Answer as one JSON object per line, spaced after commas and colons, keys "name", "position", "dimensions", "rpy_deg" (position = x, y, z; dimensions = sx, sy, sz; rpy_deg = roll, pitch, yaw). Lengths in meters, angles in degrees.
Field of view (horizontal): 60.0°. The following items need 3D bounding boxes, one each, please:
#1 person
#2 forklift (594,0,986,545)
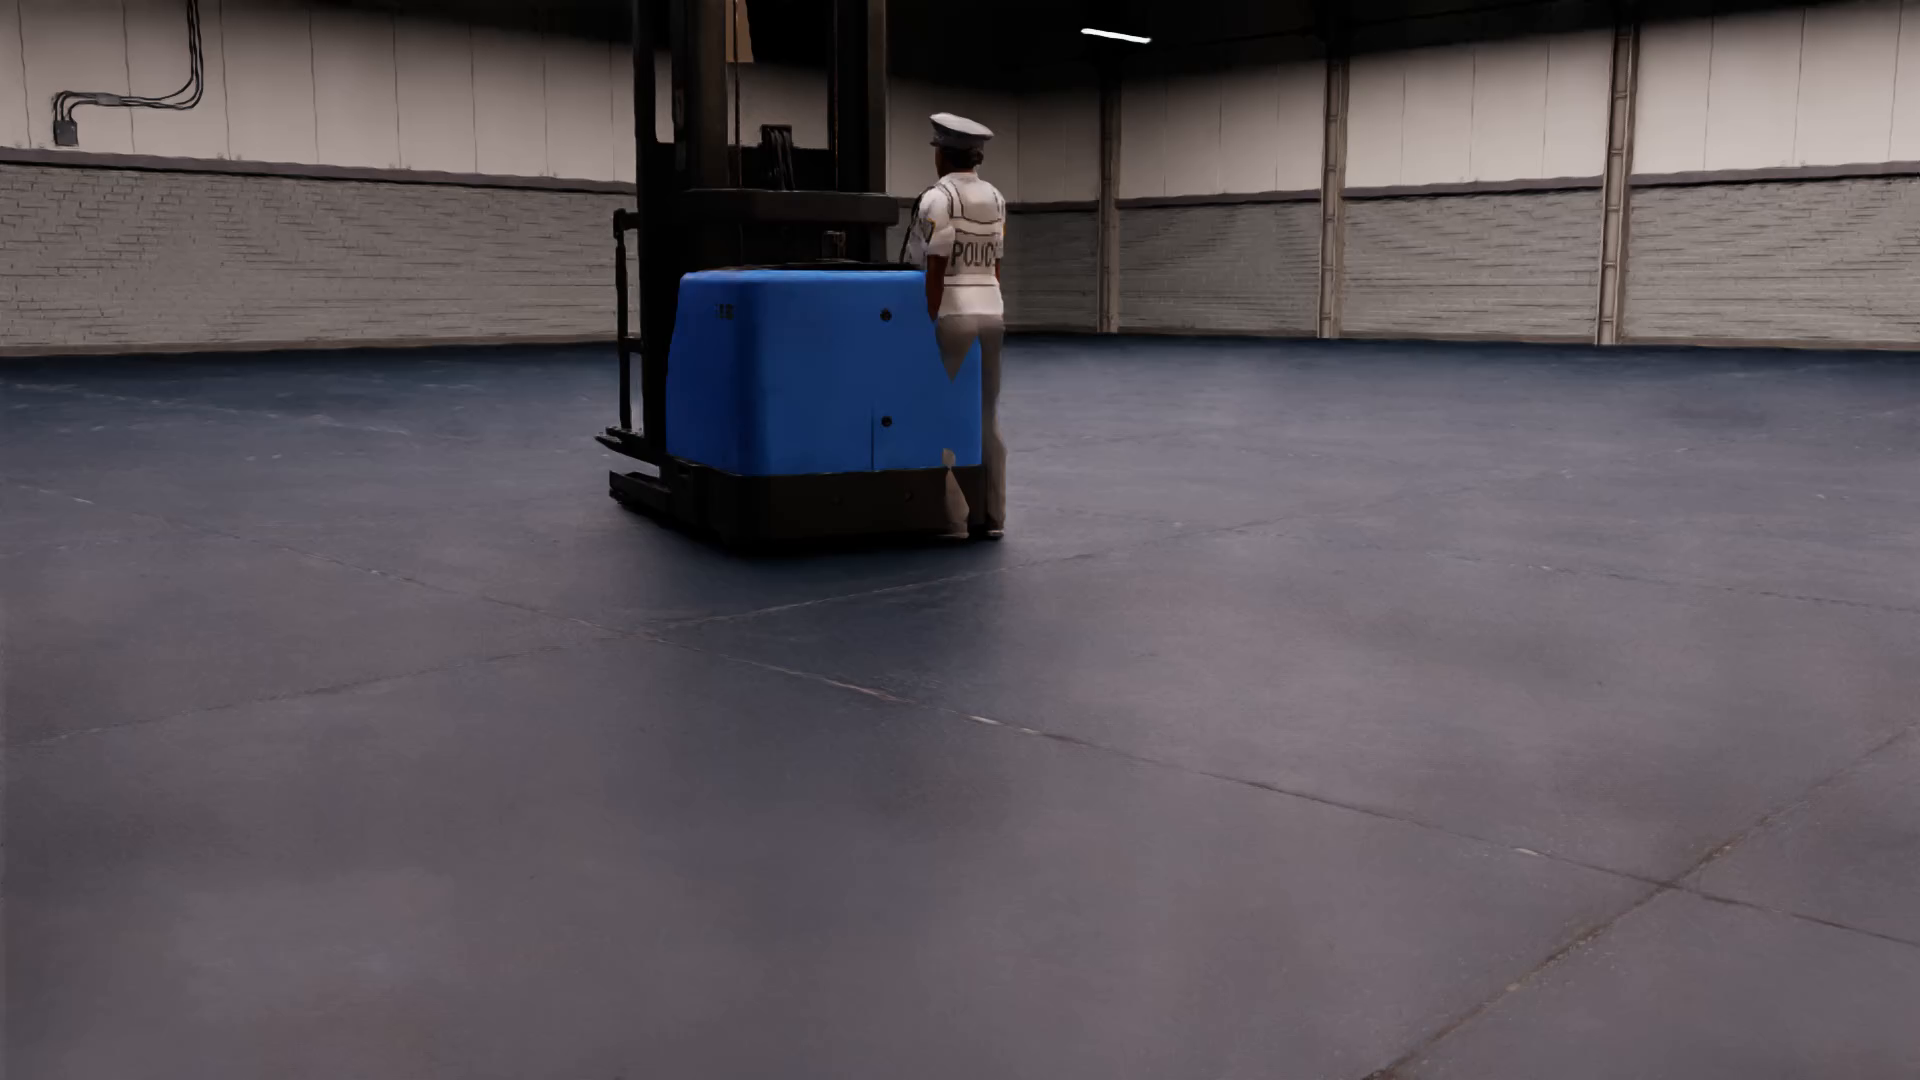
{"name": "person", "position": [-0.010, -0.834, 6.611], "dimensions": [0.339, 1.686, 0.446], "rpy_deg": [8, 12, 43]}
{"name": "forklift", "position": [-0.996, -1.610, 7.565], "dimensions": [1.130, 2.935, 3.031], "rpy_deg": [-4, 10, -26]}
